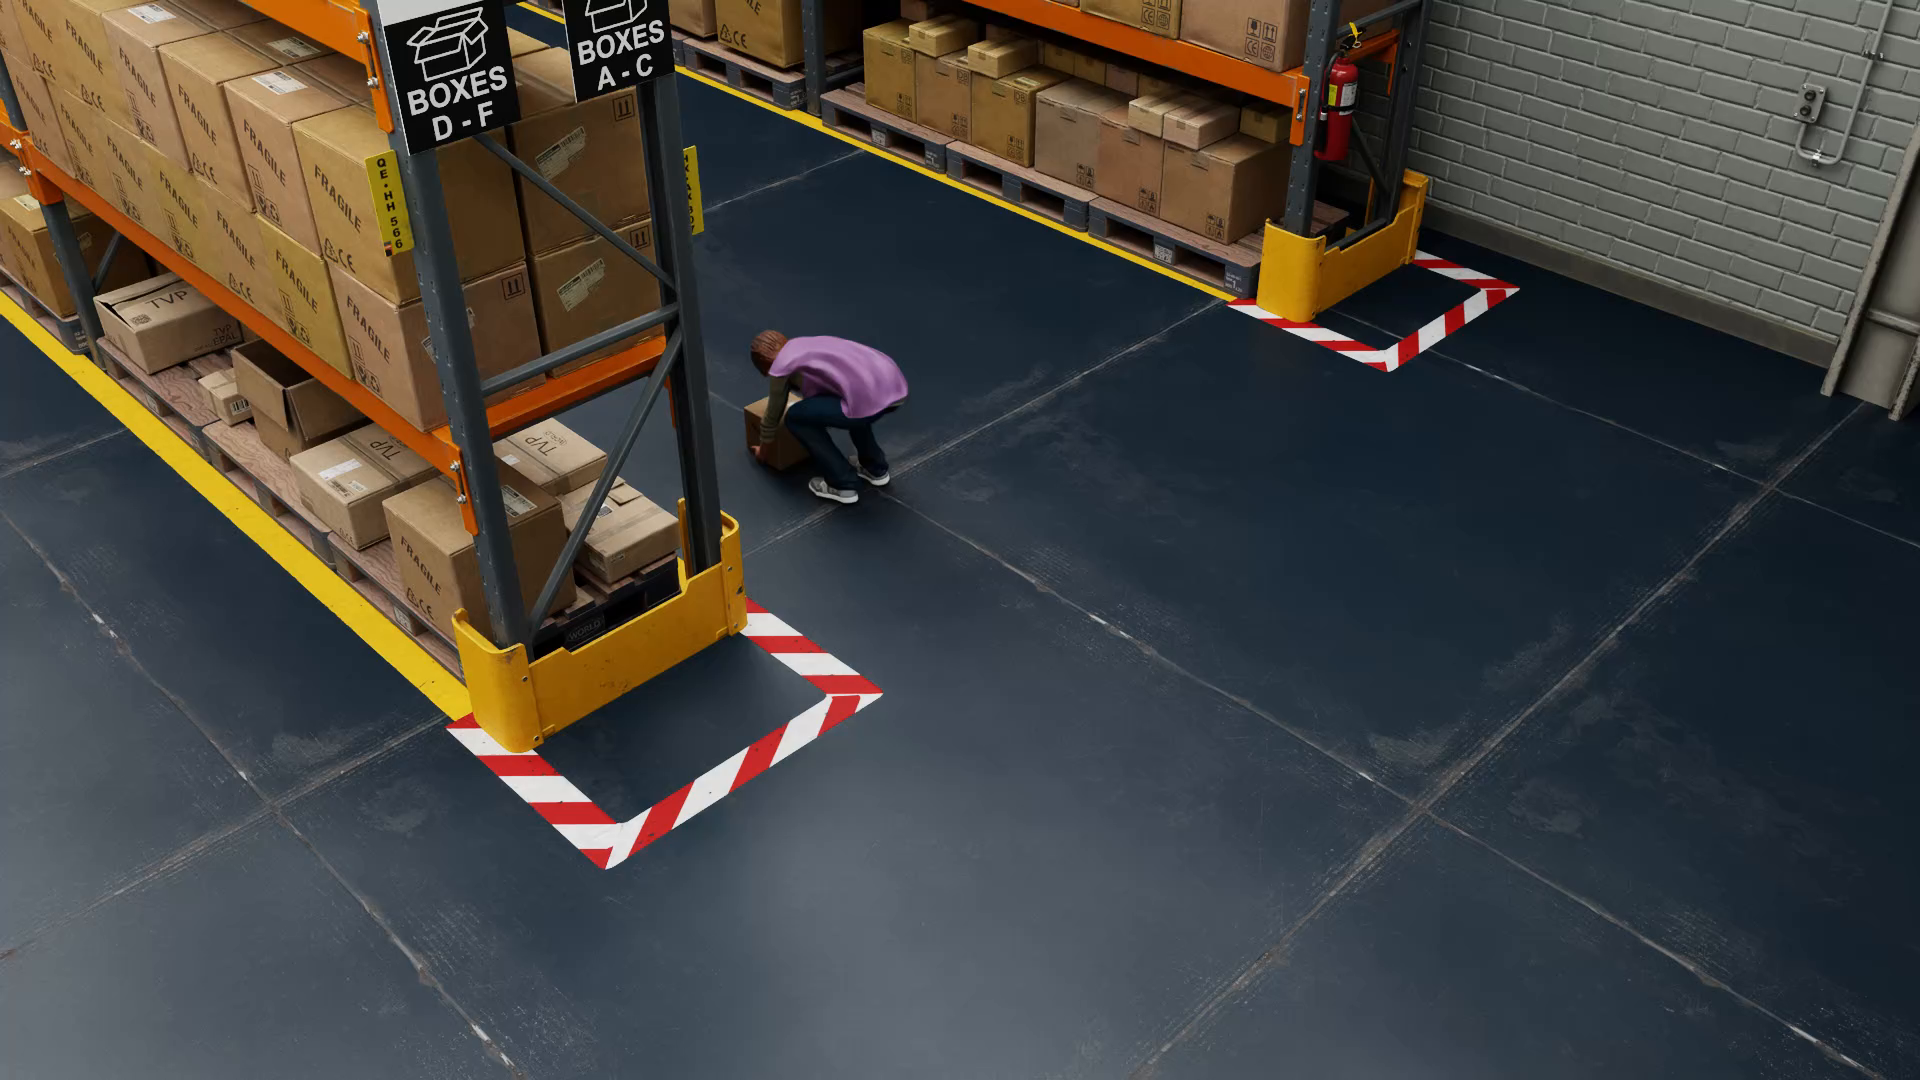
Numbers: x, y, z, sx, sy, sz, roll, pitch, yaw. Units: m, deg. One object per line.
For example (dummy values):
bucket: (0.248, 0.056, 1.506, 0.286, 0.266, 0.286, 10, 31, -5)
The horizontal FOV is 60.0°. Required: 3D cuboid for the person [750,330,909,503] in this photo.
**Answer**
person: (-0.628, -0.599, 7.728, 0.873, 0.773, 0.429, 26, 43, 31)
